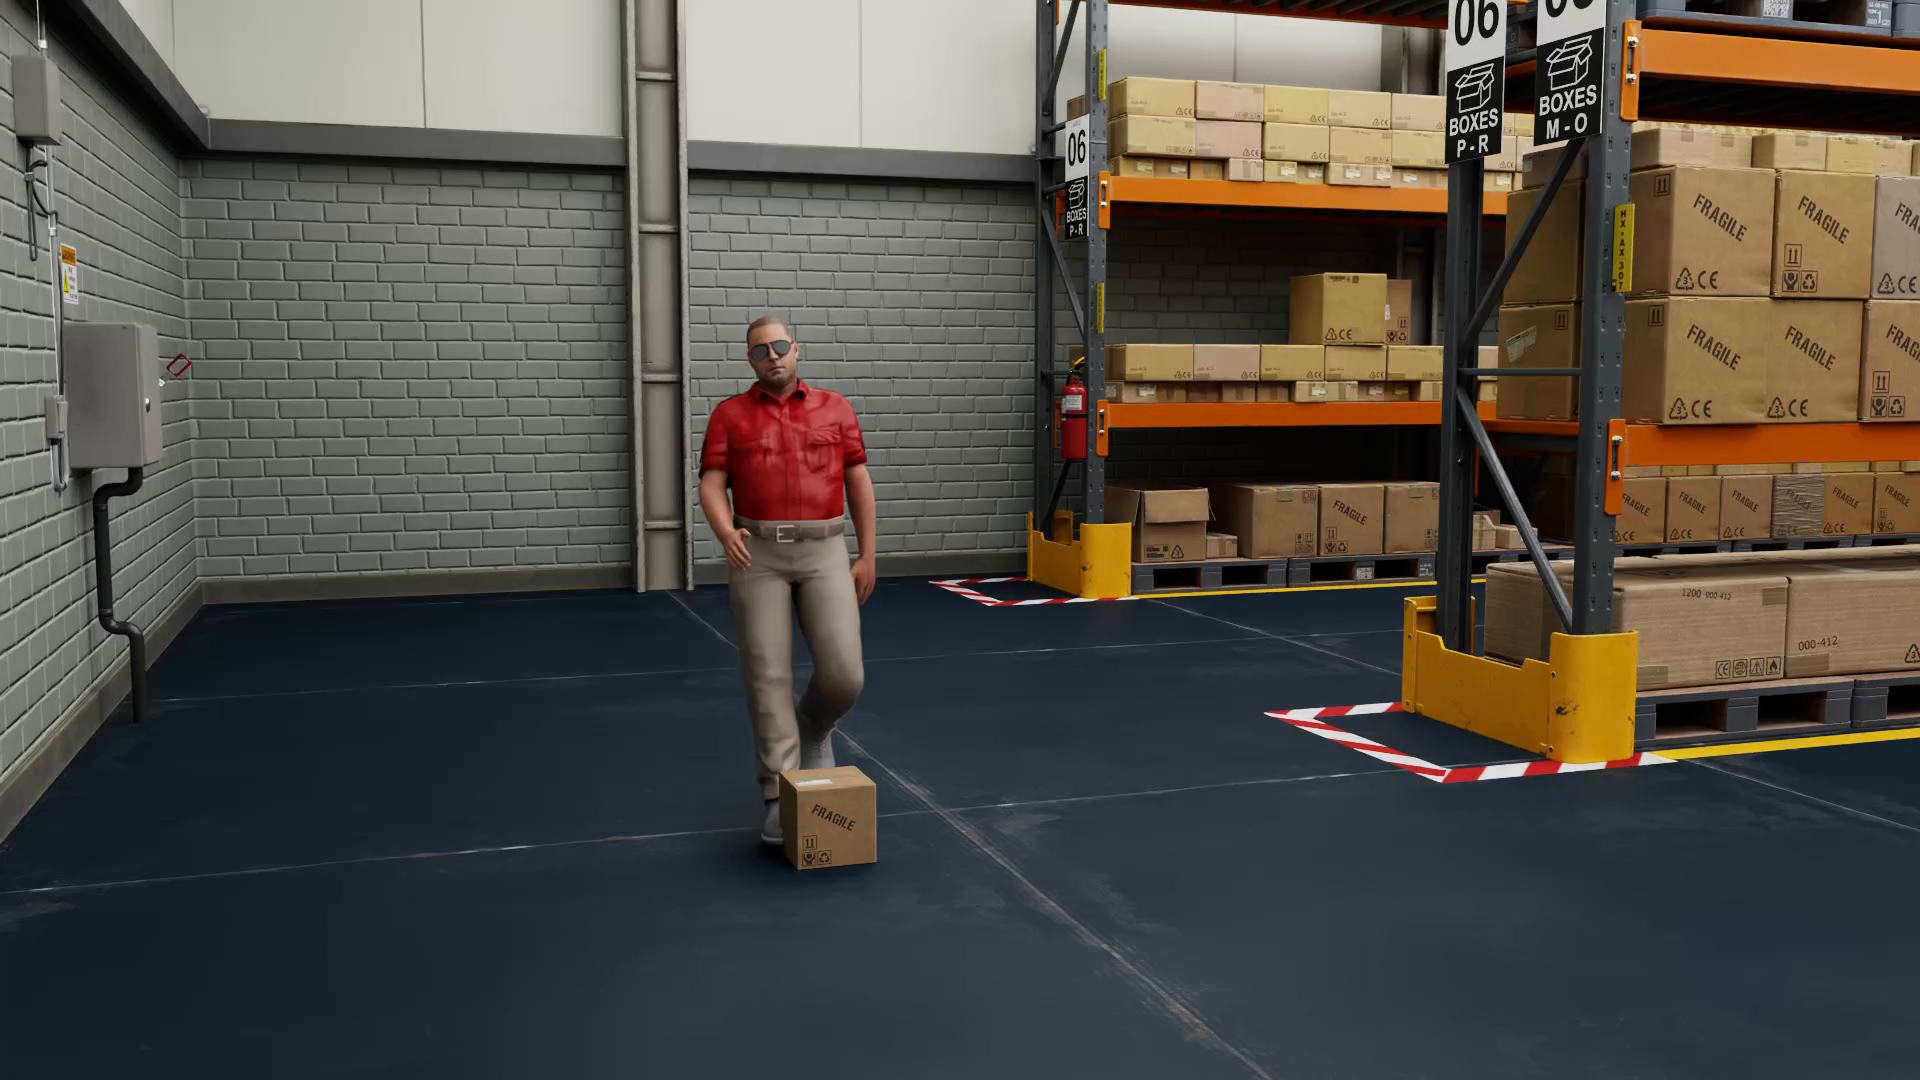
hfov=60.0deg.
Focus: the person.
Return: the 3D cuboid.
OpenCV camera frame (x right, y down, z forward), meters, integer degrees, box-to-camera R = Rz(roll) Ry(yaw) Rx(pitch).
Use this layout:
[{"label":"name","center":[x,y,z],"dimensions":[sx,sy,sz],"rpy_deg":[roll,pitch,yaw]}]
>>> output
[{"label":"person","center":[-0.556,0.098,5.503],"dimensions":[0.605,1.678,0.752],"rpy_deg":[-1,6,-10]}]
